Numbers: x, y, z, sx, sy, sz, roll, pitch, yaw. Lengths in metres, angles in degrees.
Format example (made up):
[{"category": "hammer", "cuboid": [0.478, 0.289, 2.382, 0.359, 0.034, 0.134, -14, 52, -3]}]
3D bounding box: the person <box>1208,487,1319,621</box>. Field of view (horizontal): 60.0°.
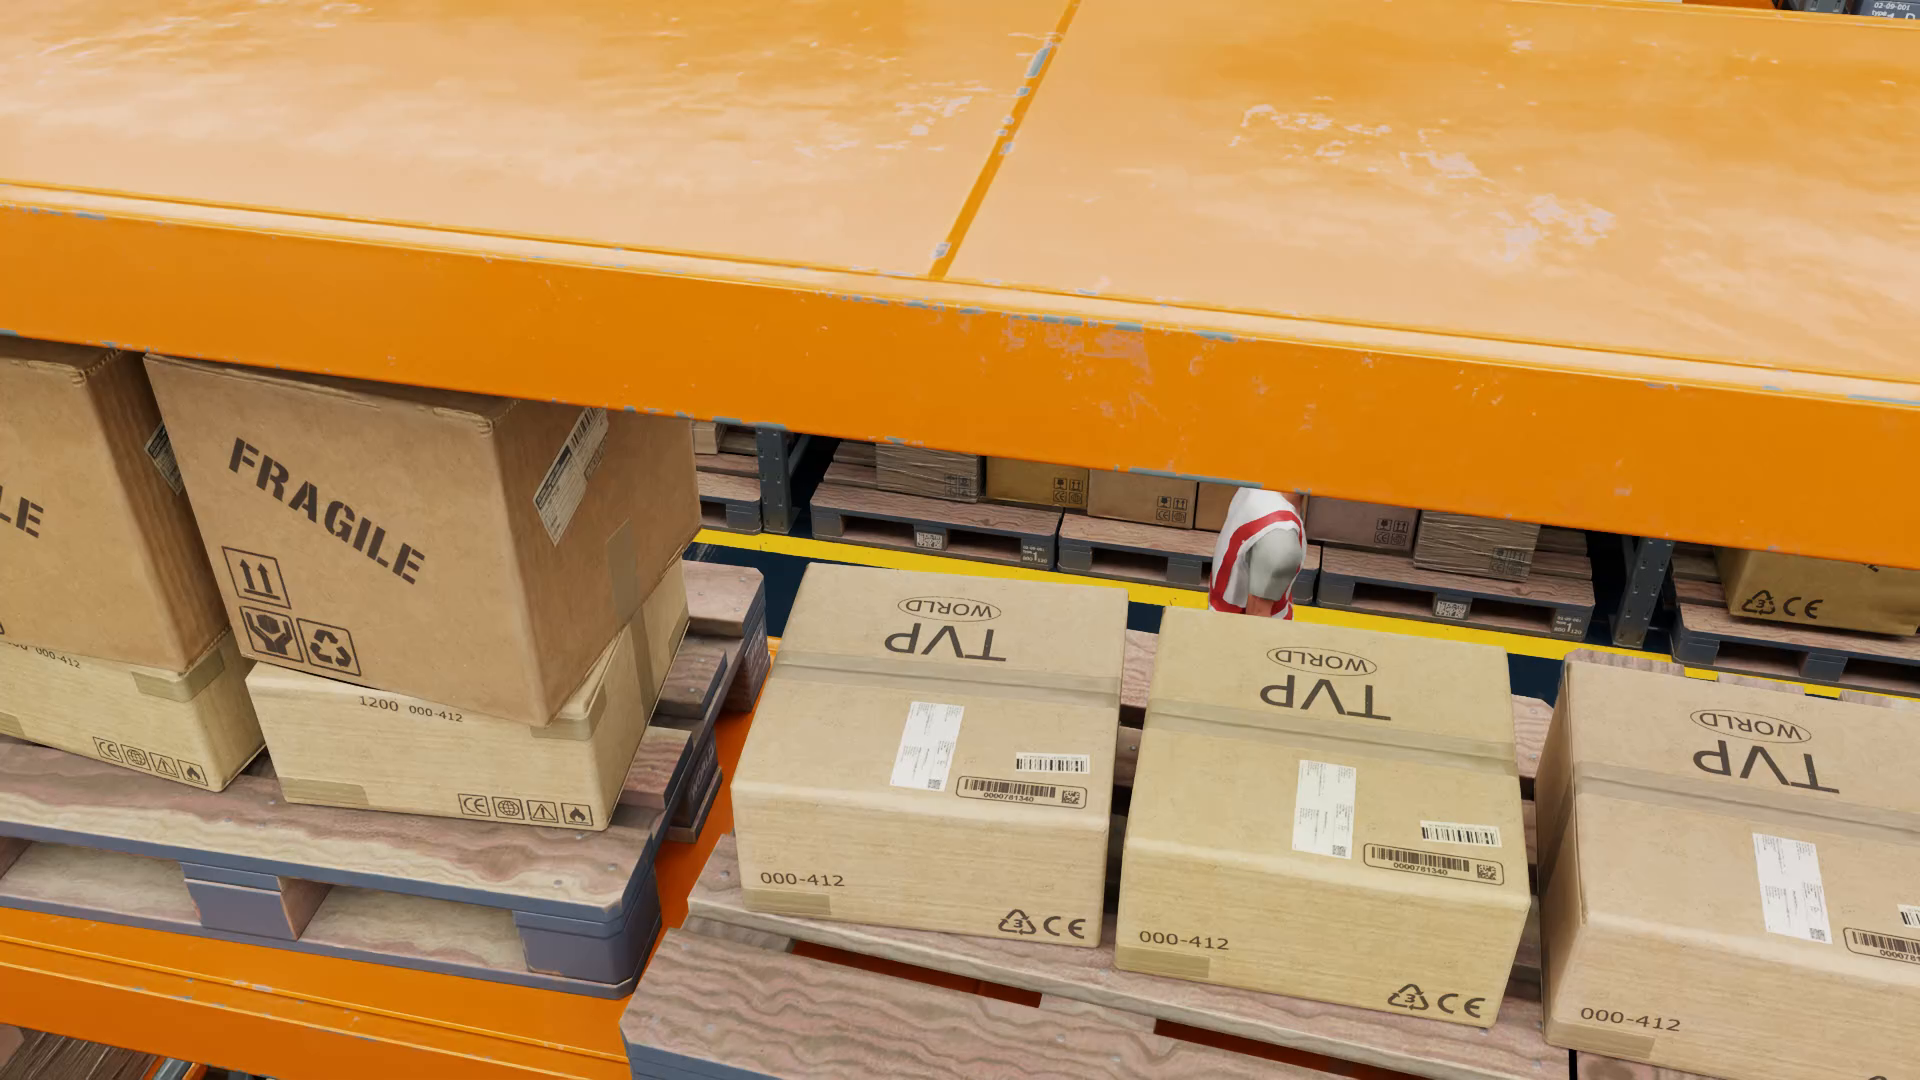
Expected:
[{"category": "person", "cuboid": [1.137, 0.328, 6.188, 0.445, 1.780, 0.620, 6, 37, 8]}]
